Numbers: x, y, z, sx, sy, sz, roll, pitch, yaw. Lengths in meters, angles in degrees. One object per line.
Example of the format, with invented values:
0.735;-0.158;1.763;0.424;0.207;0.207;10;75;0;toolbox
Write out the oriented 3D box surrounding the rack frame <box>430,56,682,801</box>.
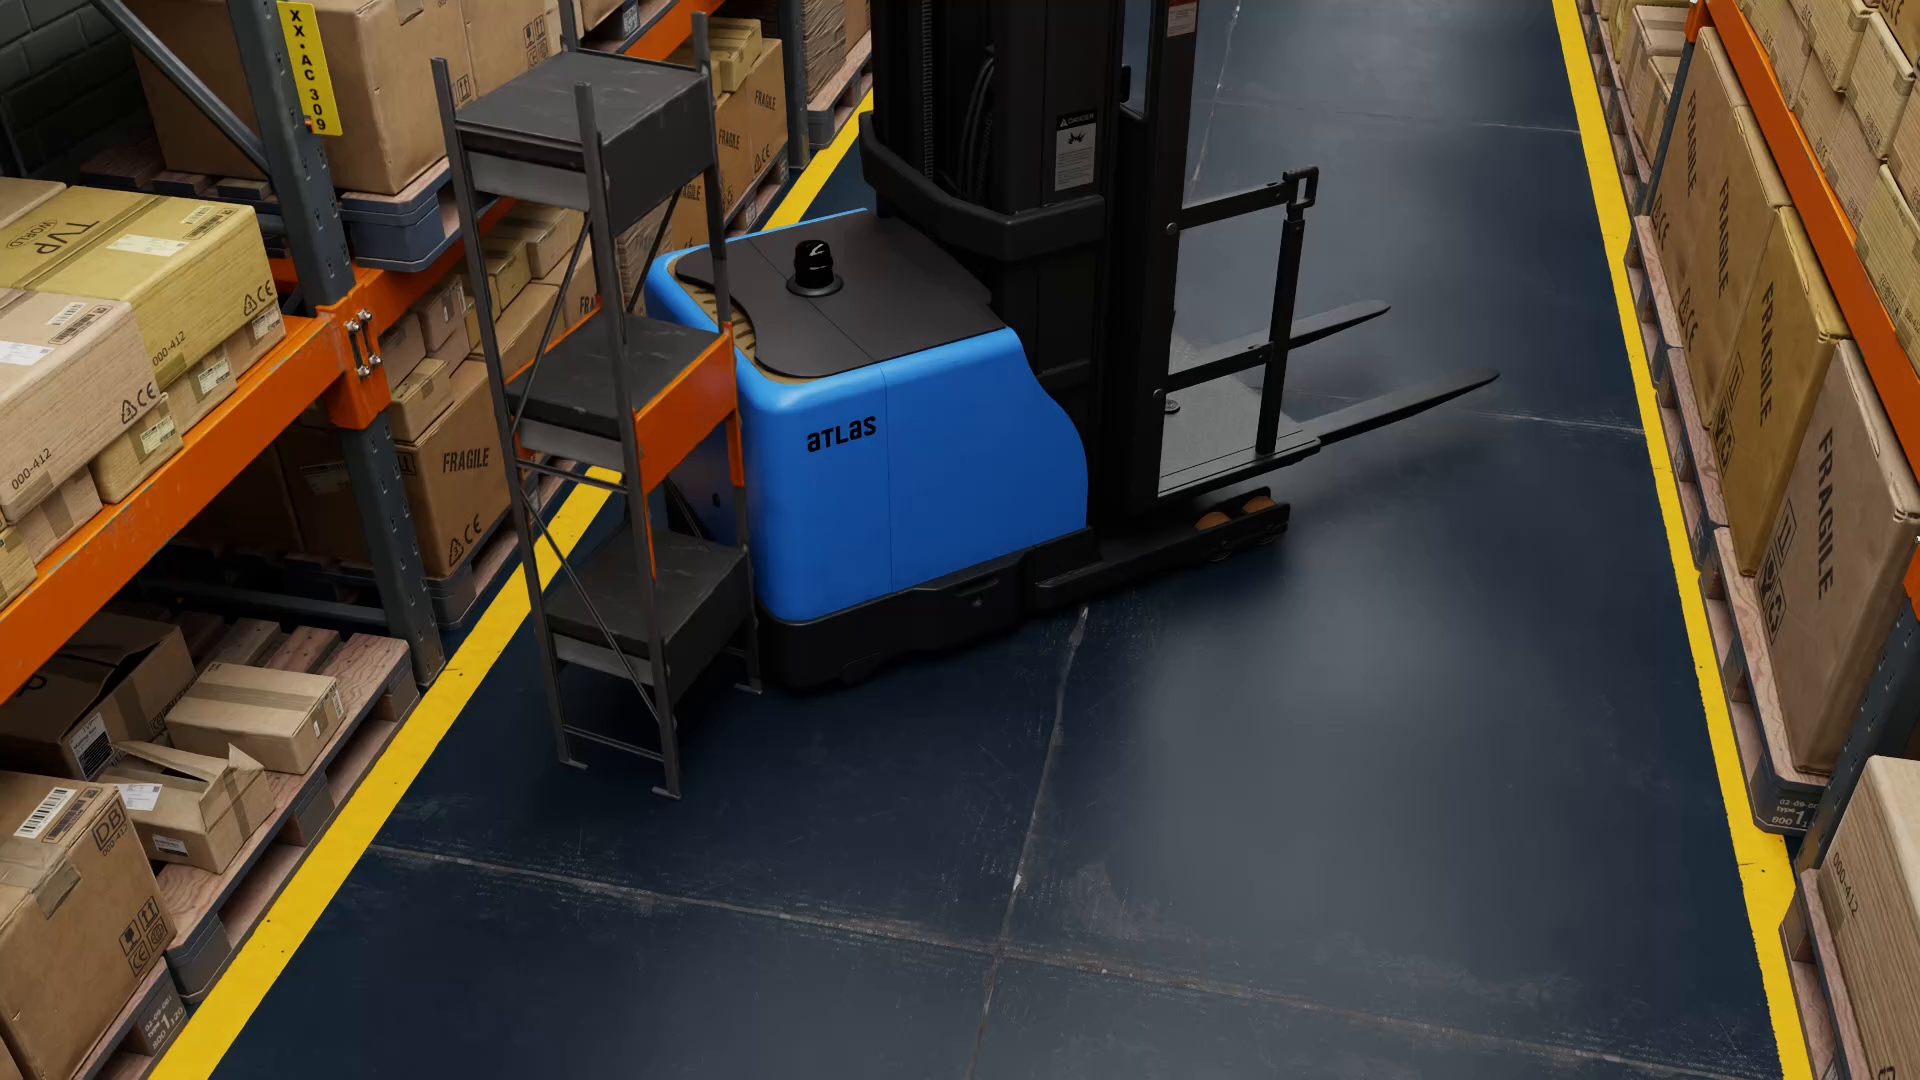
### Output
-0.971;-0.155;4.170;0.400;2.100;0.015;14;38;18;rack frame

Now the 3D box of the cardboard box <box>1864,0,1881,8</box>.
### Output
2.918;-1.849;4.808;0.500;0.500;0.500;8;37;11;cardboard box

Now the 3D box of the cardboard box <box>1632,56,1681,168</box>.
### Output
3.726;-1.954;7.771;0.950;0.372;0.625;5;36;7;cardboard box

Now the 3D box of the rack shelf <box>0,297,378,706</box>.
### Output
-2.536;0.586;2.998;1.077;0.370;4.000;7;37;10;rack shelf

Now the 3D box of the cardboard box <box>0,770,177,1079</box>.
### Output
-2.298;0.864;3.774;0.700;0.500;0.500;6;36;8;cardboard box

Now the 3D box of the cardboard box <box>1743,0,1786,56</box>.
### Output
3.153;-1.919;5.969;0.500;0.250;0.500;6;36;9;cardboard box

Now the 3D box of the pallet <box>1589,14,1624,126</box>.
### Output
4.027;-2.541;9.076;1.003;0.211;1.213;7;37;10;pallet

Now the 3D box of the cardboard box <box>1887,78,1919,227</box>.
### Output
2.697;-0.944;4.199;0.500;0.250;0.500;8;37;11;cardboard box

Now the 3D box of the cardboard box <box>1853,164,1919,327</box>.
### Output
2.701;-0.752;4.359;0.500;0.250;0.500;7;36;9;cardboard box

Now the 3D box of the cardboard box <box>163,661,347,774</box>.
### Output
-1.941;0.489;4.591;0.380;0.149;0.250;6;36;9;cardboard box

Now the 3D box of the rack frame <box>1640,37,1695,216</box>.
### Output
3.596;-2.525;6.678;1.000;3.000;0.127;7;37;10;rack frame

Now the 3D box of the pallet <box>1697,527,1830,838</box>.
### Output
2.832;0.445;4.956;1.003;0.211;1.213;7;37;10;pallet

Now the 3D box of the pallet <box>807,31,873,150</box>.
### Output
-1.040;-2.483;8.996;1.003;0.211;1.213;7;37;10;pallet

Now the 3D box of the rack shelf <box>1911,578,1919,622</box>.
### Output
2.314;1.206;2.143;1.077;0.370;4.000;7;37;10;rack shelf

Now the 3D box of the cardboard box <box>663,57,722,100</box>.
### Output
-1.240;-1.945;7.097;0.380;0.149;0.250;6;36;8;cardboard box

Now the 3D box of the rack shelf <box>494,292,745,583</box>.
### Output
-0.878;-0.276;4.361;0.431;0.518;0.480;14;38;18;rack shelf

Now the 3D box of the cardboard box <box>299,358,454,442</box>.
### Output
-1.772;-0.445;5.027;0.380;0.149;0.250;9;37;12;cardboard box

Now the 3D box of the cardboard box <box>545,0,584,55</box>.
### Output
-1.437;-1.716;5.318;0.396;0.266;0.258;9;37;12;cardboard box

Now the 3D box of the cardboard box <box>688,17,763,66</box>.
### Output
-1.112;-2.251;7.519;0.380;0.149;0.250;6;36;8;cardboard box

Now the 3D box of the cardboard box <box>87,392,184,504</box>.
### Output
-1.996;-0.232;3.728;0.380;0.149;0.250;8;37;11;cardboard box

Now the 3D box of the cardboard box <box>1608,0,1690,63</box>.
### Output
4.043;-2.812;8.955;0.950;0.372;0.625;8;37;12;cardboard box

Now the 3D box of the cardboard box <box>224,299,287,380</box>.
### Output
-1.930;-0.536;4.147;0.380;0.149;0.250;8;37;11;cardboard box

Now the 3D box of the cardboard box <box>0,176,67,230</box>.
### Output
-2.478;-0.661;3.981;0.500;0.250;0.500;7;37;9;cardboard box

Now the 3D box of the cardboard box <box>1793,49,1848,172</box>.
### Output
2.933;-1.335;5.164;0.500;0.250;0.500;7;37;10;cardboard box

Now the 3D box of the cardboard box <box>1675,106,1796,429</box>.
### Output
3.172;-0.938;5.941;0.875;0.875;0.875;8;37;11;cardboard box

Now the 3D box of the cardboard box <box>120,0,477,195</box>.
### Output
-1.787;-1.312;4.561;0.700;0.500;0.500;8;37;11;cardboard box

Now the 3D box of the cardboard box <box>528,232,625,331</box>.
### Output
-1.571;-0.851;6.140;0.500;0.500;0.500;6;36;9;cardboard box

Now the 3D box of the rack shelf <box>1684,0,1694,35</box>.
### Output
4.023;-3.380;8.471;1.077;0.370;4.000;7;37;10;rack shelf

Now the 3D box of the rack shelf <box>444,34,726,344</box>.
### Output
-0.872;-0.841;3.947;0.431;0.518;0.480;14;38;18;rack shelf

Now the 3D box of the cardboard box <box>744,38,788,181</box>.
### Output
-1.135;-2.034;7.772;0.500;0.500;0.500;8;37;11;cardboard box

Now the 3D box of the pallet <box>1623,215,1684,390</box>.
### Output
3.353;-0.953;6.886;1.003;0.211;1.213;7;37;10;pallet

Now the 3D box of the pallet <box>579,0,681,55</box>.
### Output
-1.665;-1.952;6.051;1.003;0.211;1.213;7;37;10;pallet

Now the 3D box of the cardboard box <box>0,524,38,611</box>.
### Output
-2.106;0.065;3.318;0.380;0.149;0.250;7;36;9;cardboard box

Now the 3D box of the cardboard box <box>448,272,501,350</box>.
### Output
-1.745;-0.762;5.464;0.380;0.149;0.250;6;36;8;cardboard box

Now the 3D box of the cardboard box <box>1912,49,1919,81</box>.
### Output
2.695;-1.262;3.998;0.500;0.500;0.500;8;37;11;cardboard box

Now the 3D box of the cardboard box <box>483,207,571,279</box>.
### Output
-1.610;-1.059;5.875;0.380;0.149;0.250;7;37;10;cardboard box

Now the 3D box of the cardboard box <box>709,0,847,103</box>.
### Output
-1.108;-2.709;8.598;0.875;0.625;0.625;8;37;11;cardboard box

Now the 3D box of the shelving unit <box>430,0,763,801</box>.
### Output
-0.878;-0.287;4.353;0.431;2.100;0.503;14;38;18;shelving unit

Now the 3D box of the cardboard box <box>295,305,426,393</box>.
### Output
-1.831;-0.573;4.950;0.380;0.149;0.250;7;36;9;cardboard box

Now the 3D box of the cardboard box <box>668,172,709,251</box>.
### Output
-1.361;-1.448;6.964;0.500;0.500;0.500;9;37;12;cardboard box

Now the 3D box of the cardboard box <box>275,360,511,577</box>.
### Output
-1.786;-0.259;5.323;0.500;0.500;0.500;9;37;12;cardboard box

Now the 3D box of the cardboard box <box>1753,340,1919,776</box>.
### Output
2.795;0.093;4.518;0.875;0.875;0.875;8;37;11;cardboard box

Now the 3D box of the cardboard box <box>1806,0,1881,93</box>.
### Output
2.895;-1.538;5.017;0.500;0.250;0.500;8;37;11;cardboard box

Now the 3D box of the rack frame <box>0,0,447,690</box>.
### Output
-2.109;-0.852;4.369;1.000;3.000;0.127;7;37;10;rack frame

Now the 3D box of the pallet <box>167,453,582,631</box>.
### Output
-1.972;-0.194;5.838;1.003;0.211;1.213;7;37;10;pallet

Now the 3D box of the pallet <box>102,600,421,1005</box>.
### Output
-2.256;0.671;4.645;1.003;0.211;1.213;7;37;10;pallet

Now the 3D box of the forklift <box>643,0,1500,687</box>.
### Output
0.544;-1.366;5.137;3.031;2.935;1.130;-18;40;-23;forklift

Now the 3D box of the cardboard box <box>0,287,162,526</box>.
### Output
-2.072;-0.300;3.482;0.500;0.250;0.500;7;37;10;cardboard box
